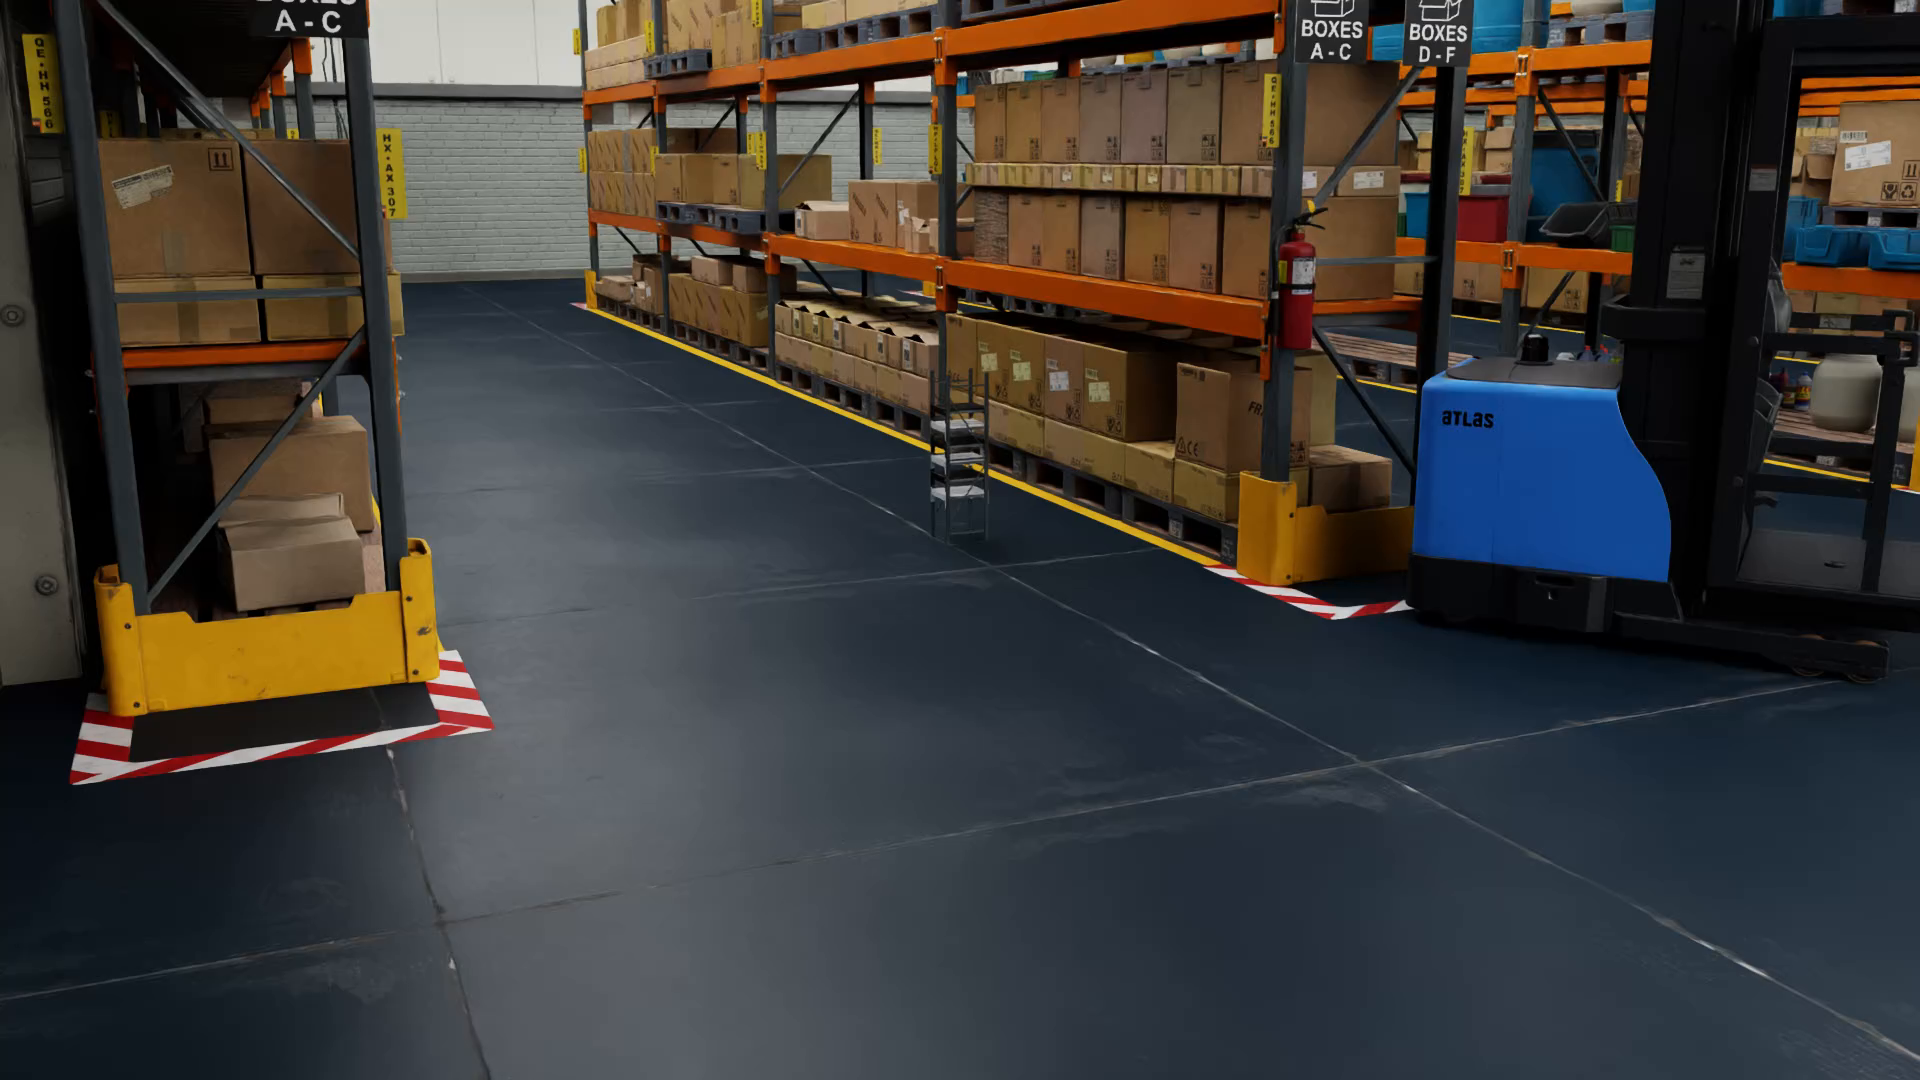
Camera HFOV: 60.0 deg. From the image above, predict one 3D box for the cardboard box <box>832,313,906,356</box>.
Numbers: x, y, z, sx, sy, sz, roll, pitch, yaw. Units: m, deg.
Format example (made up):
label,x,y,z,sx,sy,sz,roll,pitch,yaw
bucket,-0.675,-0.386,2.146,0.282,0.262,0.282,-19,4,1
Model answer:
label,x,y,z,sx,sy,sz,roll,pitch,yaw
cardboard box,-0.703,-1.668,13.347,0.500,0.311,0.500,-6,14,-24

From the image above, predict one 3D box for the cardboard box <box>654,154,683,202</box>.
label,x,y,z,sx,sy,sz,roll,pitch,yaw
cardboard box,-2.888,-3.946,18.112,0.700,0.500,0.500,-12,18,-42

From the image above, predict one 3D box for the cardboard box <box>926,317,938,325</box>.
label,x,y,z,sx,sy,sz,roll,pitch,yaw
cardboard box,-0.010,-1.614,13.115,0.500,0.311,0.500,-6,14,-25

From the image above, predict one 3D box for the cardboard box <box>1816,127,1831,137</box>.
label,x,y,z,sx,sy,sz,roll,pitch,yaw
cardboard box,14.416,-6.756,27.530,0.380,0.149,0.250,-6,14,-24

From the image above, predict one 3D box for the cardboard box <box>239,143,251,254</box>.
label,x,y,z,sx,sy,sz,roll,pitch,yaw
cardboard box,-2.909,-1.521,7.414,0.500,0.500,0.500,-6,14,-25

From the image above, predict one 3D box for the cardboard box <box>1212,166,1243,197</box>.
label,x,y,z,sx,sy,sz,roll,pitch,yaw
cardboard box,1.500,-1.811,8.384,0.380,0.149,0.250,-5,14,-22

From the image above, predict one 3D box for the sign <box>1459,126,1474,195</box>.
label,x,y,z,sx,sy,sz,roll,pitch,yaw
sign,2.445,-1.840,8.073,0.100,0.325,0.005,-6,14,-23

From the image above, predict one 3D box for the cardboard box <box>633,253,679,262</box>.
label,x,y,z,sx,sy,sz,roll,pitch,yaw
cardboard box,-4.032,-3.543,22.094,0.500,0.500,0.500,-6,14,-23

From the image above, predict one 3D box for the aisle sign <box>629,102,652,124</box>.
label,x,y,z,sx,sy,sz,roll,pitch,yaw
aisle sign,-4.222,-5.945,22.139,0.394,0.787,0.004,-6,14,-23

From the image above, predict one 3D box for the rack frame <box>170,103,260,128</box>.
label,x,y,z,sx,sy,sz,roll,pitch,yaw
rack frame,-9.013,-4.189,20.315,1.000,3.000,0.127,-6,14,-23

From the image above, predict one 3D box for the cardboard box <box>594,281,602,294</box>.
label,x,y,z,sx,sy,sz,roll,pitch,yaw
cardboard box,-4.623,-3.345,22.015,0.380,0.149,0.250,-6,14,-23

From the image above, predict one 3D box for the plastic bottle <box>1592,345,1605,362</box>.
label,x,y,z,sx,sy,sz,roll,pitch,yaw
plastic bottle,4.947,-1.337,12.892,0.144,0.351,0.185,-6,14,-23

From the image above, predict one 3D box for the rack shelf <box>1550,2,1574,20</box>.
label,x,y,z,sx,sy,sz,roll,pitch,yaw
rack shelf,9.989,-8.115,25.579,1.077,0.370,4.000,-6,14,-23

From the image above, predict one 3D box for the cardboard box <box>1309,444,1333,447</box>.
label,x,y,z,sx,sy,sz,roll,pitch,yaw
cardboard box,1.719,-0.430,9.242,0.500,0.250,0.500,-6,14,-23

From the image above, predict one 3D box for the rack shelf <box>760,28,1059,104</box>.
label,x,y,z,sx,sy,sz,roll,pitch,yaw
rack shelf,-0.470,-3.682,13.068,1.077,0.370,4.000,-6,14,-23

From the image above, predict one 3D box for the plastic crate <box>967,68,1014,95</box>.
label,x,y,z,sx,sy,sz,roll,pitch,yaw
plastic crate,0.425,-6.174,22.379,0.504,0.338,0.767,-6,14,-23

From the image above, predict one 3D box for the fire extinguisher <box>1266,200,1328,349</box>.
label,x,y,z,sx,sy,sz,roll,pitch,yaw
fire extinguisher,1.556,-1.227,7.691,0.296,0.674,0.183,-6,14,-23

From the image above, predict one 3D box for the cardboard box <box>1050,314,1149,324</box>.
label,x,y,z,sx,sy,sz,roll,pitch,yaw
cardboard box,0.907,-1.207,10.938,0.500,0.500,0.500,-6,14,-23

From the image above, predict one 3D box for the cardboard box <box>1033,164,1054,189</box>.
label,x,y,z,sx,sy,sz,roll,pitch,yaw
cardboard box,0.672,-2.238,10.228,0.380,0.149,0.250,-6,14,-25

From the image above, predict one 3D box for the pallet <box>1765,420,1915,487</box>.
label,x,y,z,sx,sy,sz,roll,pitch,yaw
pallet,6.080,-0.599,10.990,1.003,0.211,1.213,-6,14,-23

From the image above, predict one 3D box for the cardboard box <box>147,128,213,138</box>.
label,x,y,z,sx,sy,sz,roll,pitch,yaw
cardboard box,-6.227,-3.175,13.345,0.500,0.250,0.500,-5,14,-21

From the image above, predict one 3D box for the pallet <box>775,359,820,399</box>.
label,x,y,z,sx,sy,sz,roll,pitch,yaw
pallet,-0.977,-1.452,14.674,1.003,0.211,1.213,-6,14,-23

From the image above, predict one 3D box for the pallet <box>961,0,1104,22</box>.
label,x,y,z,sx,sy,sz,roll,pitch,yaw
pallet,0.697,-3.402,10.460,1.003,0.211,1.213,-6,14,-23

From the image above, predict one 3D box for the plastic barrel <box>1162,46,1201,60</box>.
label,x,y,z,sx,sy,sz,roll,pitch,yaw
plastic barrel,2.421,-5.515,18.163,0.433,0.535,0.433,0,13,0

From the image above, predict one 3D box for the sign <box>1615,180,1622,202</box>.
label,x,y,z,sx,sy,sz,roll,pitch,yaw
sign,5.380,-2.786,13.643,0.100,0.325,0.005,-6,14,-23

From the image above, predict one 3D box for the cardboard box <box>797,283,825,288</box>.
label,x,y,z,sx,sy,sz,roll,pitch,yaw
cardboard box,-1.602,-2.312,16.775,0.500,0.500,0.500,-6,14,-24

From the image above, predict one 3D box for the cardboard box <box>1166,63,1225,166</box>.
label,x,y,z,sx,sy,sz,roll,pitch,yaw
cardboard box,1.522,-2.229,8.747,0.700,0.500,0.500,-6,14,-24

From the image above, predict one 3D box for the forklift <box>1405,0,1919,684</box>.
label,x,y,z,sx,sy,sz,roll,pitch,yaw
forklift,3.509,-1.006,6.717,3.031,2.935,1.130,7,15,27

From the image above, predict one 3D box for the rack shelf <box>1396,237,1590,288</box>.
label,x,y,z,sx,sy,sz,roll,pitch,yaw
rack shelf,4.070,-2.667,15.336,1.077,0.370,4.000,-6,14,-23

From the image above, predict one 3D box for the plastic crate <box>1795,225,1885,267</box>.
label,x,y,z,sx,sy,sz,roll,pitch,yaw
plastic crate,5.744,-1.916,10.827,0.499,0.251,0.408,-6,14,-23

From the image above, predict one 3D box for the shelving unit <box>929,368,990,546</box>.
label,x,y,z,sx,sy,sz,roll,pitch,yaw
shelving unit,-0.003,-0.440,8.776,0.258,0.900,0.210,-6,14,-23

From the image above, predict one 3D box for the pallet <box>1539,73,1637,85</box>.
label,x,y,z,sx,sy,sz,roll,pitch,yaw
pallet,7.501,-5.375,19.210,1.213,0.211,1.003,-5,14,-20

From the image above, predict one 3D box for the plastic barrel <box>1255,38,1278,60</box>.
label,x,y,z,sx,sy,sz,roll,pitch,yaw
plastic barrel,3.113,-4.855,16.292,0.421,0.512,0.421,0,13,0

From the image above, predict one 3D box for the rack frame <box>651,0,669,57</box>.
label,x,y,z,sx,sy,sz,roll,pitch,yaw
rack frame,-2.873,-6.733,18.004,1.000,3.000,0.127,-6,14,-23

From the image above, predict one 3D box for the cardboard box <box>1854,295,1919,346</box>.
label,x,y,z,sx,sy,sz,roll,pitch,yaw
cardboard box,9.184,-2.177,16.191,0.700,0.500,0.500,-7,15,-27

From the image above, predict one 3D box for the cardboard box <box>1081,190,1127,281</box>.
label,x,y,z,sx,sy,sz,roll,pitch,yaw
cardboard box,1.136,-1.797,9.760,0.700,0.500,0.500,-5,14,-21

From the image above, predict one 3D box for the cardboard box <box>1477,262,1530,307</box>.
label,x,y,z,sx,sy,sz,roll,pitch,yaw
cardboard box,7.200,-3.377,20.588,1.225,0.875,0.875,-6,14,-23

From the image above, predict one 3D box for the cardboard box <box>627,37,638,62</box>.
label,x,y,z,sx,sy,sz,roll,pitch,yaw
cardboard box,-3.514,-5.622,19.079,0.500,0.250,0.500,-6,14,-23

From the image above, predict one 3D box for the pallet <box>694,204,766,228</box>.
label,x,y,z,sx,sy,sz,roll,pitch,yaw
pallet,-2.054,-3.292,16.866,1.003,0.211,1.213,-6,14,-23

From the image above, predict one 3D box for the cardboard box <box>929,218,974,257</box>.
label,x,y,z,sx,sy,sz,roll,pitch,yaw
cardboard box,0.094,-2.182,11.979,0.500,0.250,0.500,-5,14,-19

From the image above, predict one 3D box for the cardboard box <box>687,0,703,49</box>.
label,x,y,z,sx,sy,sz,roll,pitch,yaw
cardboard box,-2.450,-5.327,17.206,0.600,0.600,0.600,-6,14,-24

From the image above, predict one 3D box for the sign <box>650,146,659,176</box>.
label,x,y,z,sx,sy,sz,roll,pitch,yaw
sign,-3.367,-4.181,18.364,0.100,0.325,0.005,-6,14,-23

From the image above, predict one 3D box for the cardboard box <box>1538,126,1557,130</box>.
label,x,y,z,sx,sy,sz,roll,pitch,yaw
cardboard box,9.521,-6.309,26.377,0.500,0.500,0.500,-6,14,-24

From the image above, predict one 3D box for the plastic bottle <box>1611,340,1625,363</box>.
label,x,y,z,sx,sy,sz,roll,pitch,yaw
plastic bottle,5.262,-1.408,13.199,0.144,0.351,0.185,-6,14,-23

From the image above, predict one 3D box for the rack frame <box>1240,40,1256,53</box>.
label,x,y,z,sx,sy,sz,roll,pitch,yaw
rack frame,3.269,-6.353,16.363,1.000,3.000,0.127,-6,14,-23

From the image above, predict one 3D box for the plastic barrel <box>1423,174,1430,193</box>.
label,x,y,z,sx,sy,sz,roll,pitch,yaw
plastic barrel,4.395,-3.039,15.048,0.433,0.535,0.433,0,13,0

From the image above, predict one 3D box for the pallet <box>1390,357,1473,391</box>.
label,x,y,z,sx,sy,sz,roll,pitch,yaw
pallet,4.521,-1.404,14.469,1.003,0.211,1.213,-6,14,-23

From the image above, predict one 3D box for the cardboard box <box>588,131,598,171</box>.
label,x,y,z,sx,sy,sz,roll,pitch,yaw
cardboard box,-4.539,-5.057,21.628,0.500,0.500,0.500,-5,14,-21

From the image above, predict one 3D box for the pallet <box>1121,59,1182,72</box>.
label,x,y,z,sx,sy,sz,roll,pitch,yaw
pallet,2.528,-5.239,18.621,1.003,0.211,1.213,-6,14,-23

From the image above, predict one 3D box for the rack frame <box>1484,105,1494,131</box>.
label,x,y,z,sx,sy,sz,roll,pitch,yaw
rack frame,9.188,-5.958,27.959,1.000,3.000,0.127,-6,14,-23

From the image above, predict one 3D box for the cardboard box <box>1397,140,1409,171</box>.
label,x,y,z,sx,sy,sz,roll,pitch,yaw
cardboard box,5.776,-5.212,22.748,0.500,0.500,0.500,-5,14,-21

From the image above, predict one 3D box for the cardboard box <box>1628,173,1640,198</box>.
label,x,y,z,sx,sy,sz,roll,pitch,yaw
cardboard box,7.862,-4.052,19.501,0.500,0.500,0.500,-5,14,-21

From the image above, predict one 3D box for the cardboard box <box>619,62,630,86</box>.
label,x,y,z,sx,sy,sz,roll,pitch,yaw
cardboard box,-3.710,-5.482,19.583,0.500,0.250,0.500,-6,14,-23

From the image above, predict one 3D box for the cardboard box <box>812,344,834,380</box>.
label,x,y,z,sx,sy,sz,roll,pitch,yaw
cardboard box,-0.914,-1.504,13.880,0.500,0.250,0.500,-6,14,-24

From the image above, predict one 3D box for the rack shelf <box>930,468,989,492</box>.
label,x,y,z,sx,sy,sz,roll,pitch,yaw
rack shelf,-0.003,-0.320,8.803,0.258,0.077,0.200,-6,14,-23
